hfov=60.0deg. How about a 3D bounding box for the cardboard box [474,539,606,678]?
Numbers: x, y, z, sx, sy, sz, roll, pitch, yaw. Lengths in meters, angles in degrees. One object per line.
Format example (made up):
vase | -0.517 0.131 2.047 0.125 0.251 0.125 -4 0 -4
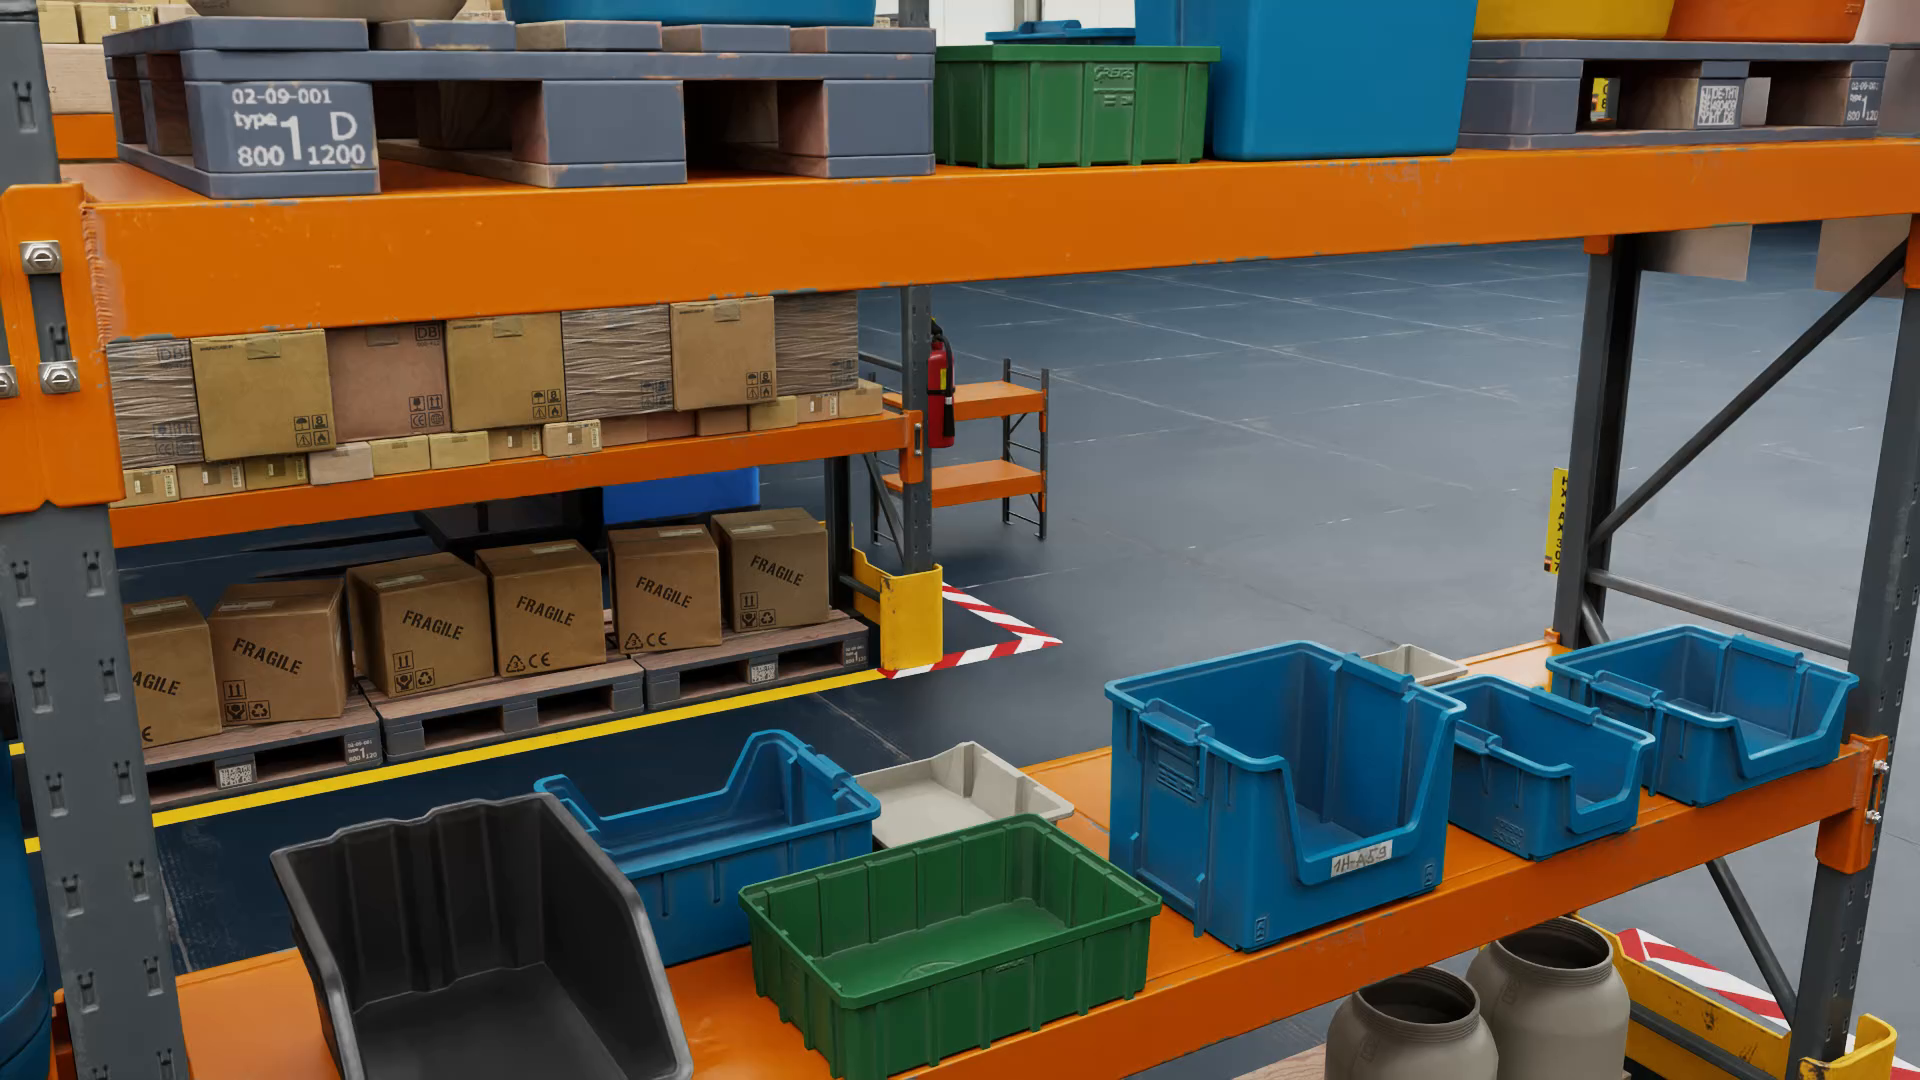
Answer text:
cardboard box | -2.035 0.321 8.059 0.500 0.500 0.500 -7 17 -25

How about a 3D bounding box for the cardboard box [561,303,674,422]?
cardboard box | -1.753 -0.901 7.830 0.500 0.500 0.875 -9 18 -30

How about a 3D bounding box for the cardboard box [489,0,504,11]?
cardboard box | -1.862 -2.669 7.654 0.500 0.500 0.500 -9 18 -30

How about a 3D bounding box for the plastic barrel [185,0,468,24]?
plastic barrel | -0.858 -0.949 2.197 0.421 0.512 0.421 0 16 0

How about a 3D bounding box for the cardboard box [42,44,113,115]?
cardboard box | -3.361 -1.756 6.337 0.500 0.250 0.500 -10 19 -32

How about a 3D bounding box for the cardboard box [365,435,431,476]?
cardboard box | -2.481 -0.399 7.242 0.250 0.149 0.380 -9 18 -30

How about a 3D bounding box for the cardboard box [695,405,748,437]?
cardboard box | -1.213 -0.616 8.014 0.250 0.149 0.380 -9 18 -30

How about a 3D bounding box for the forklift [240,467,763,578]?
forklift | -2.803 -1.265 9.993 3.031 2.935 1.130 -9 18 -28

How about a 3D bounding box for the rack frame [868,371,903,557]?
rack frame | -0.442 -0.470 10.503 0.032 1.125 0.500 -9 18 -30

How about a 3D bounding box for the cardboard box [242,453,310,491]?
cardboard box | -2.909 -0.330 6.994 0.250 0.149 0.380 -9 18 -30

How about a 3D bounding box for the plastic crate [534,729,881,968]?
plastic crate | -0.519 0.620 3.415 0.616 0.251 0.499 -9 18 -30

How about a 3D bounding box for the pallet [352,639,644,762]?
pallet | -2.274 0.690 8.057 1.213 0.211 1.003 -9 18 -30

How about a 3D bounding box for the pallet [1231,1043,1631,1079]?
pallet | 1.361 1.685 4.507 1.213 0.211 1.003 -9 18 -30

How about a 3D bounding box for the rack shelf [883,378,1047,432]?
rack shelf | -0.006 -0.823 10.676 1.000 0.278 0.538 -9 18 -30

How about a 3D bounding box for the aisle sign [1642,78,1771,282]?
aisle sign | 2.012 -1.120 4.532 0.004 0.787 0.394 -9 18 -30

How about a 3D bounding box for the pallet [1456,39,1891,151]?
pallet | 1.341 -1.052 3.896 1.213 0.211 1.003 -9 18 -30

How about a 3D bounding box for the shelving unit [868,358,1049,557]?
shelving unit | -0.006 -0.541 10.755 1.048 1.125 0.538 -9 18 -30

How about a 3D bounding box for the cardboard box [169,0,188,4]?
cardboard box | -4.919 -3.452 10.872 0.500 0.250 0.500 -9 18 -30

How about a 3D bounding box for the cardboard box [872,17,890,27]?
cardboard box | -0.527 -2.390 7.860 0.250 0.149 0.380 -9 18 -30

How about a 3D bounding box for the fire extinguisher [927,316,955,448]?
fire extinguisher | -0.115 -0.809 8.380 0.183 0.674 0.296 -9 18 -30

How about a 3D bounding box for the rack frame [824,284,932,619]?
rack frame | -0.450 -0.937 8.693 0.127 3.000 1.000 -9 18 -30

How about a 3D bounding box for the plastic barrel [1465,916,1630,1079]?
plastic barrel | 1.576 1.314 4.495 0.421 0.512 0.421 0 16 0

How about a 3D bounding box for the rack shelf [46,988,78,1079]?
rack shelf | -3.042 1.390 1.727 4.000 0.370 1.077 -9 18 -30

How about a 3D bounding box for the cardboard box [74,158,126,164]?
cardboard box | -5.601 -2.281 11.211 0.550 0.550 0.875 -9 18 -30

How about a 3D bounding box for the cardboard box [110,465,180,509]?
cardboard box | -3.319 -0.252 6.715 0.250 0.149 0.380 -9 18 -30

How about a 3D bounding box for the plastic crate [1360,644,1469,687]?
plastic crate | 1.168 0.386 4.463 0.250 0.136 0.298 -9 18 -30

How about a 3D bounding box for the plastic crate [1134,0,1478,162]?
plastic crate | 0.621 -0.892 3.008 0.575 0.384 0.392 -9 18 -30

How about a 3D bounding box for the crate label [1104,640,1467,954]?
crate label | 0.662 0.511 3.465 0.616 0.435 0.502 -9 18 -30

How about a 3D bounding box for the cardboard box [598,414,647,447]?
cardboard box | -1.651 -0.551 7.782 0.250 0.149 0.380 -9 18 -30

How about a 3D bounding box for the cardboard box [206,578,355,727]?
cardboard box | -3.028 0.493 7.446 0.500 0.500 0.500 -3 16 -12

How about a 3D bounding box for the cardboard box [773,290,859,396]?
cardboard box | -0.936 -1.058 8.390 0.500 0.500 0.875 -9 18 -30

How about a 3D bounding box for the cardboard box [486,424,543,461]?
cardboard box | -2.070 -0.477 7.518 0.250 0.149 0.380 -9 18 -30

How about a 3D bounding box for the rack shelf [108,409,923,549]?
rack shelf | -2.164 -0.312 7.799 4.000 0.370 1.077 -9 18 -30

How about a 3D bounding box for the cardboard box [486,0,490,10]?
cardboard box | -3.194 -3.731 11.869 0.500 0.250 0.500 -9 18 -29

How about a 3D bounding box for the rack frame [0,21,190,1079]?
rack frame | -1.328 0.765 2.622 0.127 3.000 1.000 -9 18 -30

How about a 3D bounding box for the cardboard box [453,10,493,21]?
cardboard box | -2.140 -2.152 7.012 0.250 0.149 0.380 -9 18 -28

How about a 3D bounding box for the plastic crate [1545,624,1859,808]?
plastic crate | 1.826 0.420 4.130 0.616 0.251 0.499 -9 18 -30

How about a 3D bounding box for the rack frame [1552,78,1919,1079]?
rack frame | 2.101 0.209 4.605 0.127 3.000 1.000 -9 18 -30

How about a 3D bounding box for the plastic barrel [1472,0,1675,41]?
plastic barrel | 1.189 -1.340 3.448 0.600 0.588 0.600 0 16 0

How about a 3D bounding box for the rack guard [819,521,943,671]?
rack guard | -0.515 0.278 8.993 0.348 0.500 1.175 -9 18 -30

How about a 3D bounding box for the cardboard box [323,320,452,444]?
cardboard box | -2.638 -0.774 7.378 0.500 0.500 0.875 -9 18 -30

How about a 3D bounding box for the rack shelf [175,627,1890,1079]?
rack shelf | 0.386 0.834 3.711 4.000 0.370 1.077 -9 18 -30

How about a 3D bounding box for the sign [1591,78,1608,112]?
sign | 1.821 -1.367 4.655 0.005 0.325 0.100 -9 18 -30

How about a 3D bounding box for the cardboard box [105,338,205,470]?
cardboard box | -3.461 -0.620 6.828 0.500 0.500 0.875 -9 18 -30

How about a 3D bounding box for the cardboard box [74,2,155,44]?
cardboard box | -3.248 -1.971 6.366 0.250 0.149 0.380 -10 19 -32

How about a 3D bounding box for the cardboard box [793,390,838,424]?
cardboard box | -0.803 -0.694 8.292 0.250 0.149 0.380 -9 18 -30

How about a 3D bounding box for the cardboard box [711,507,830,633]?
cardboard box | -0.994 0.148 8.678 0.500 0.500 0.500 -6 17 -19
